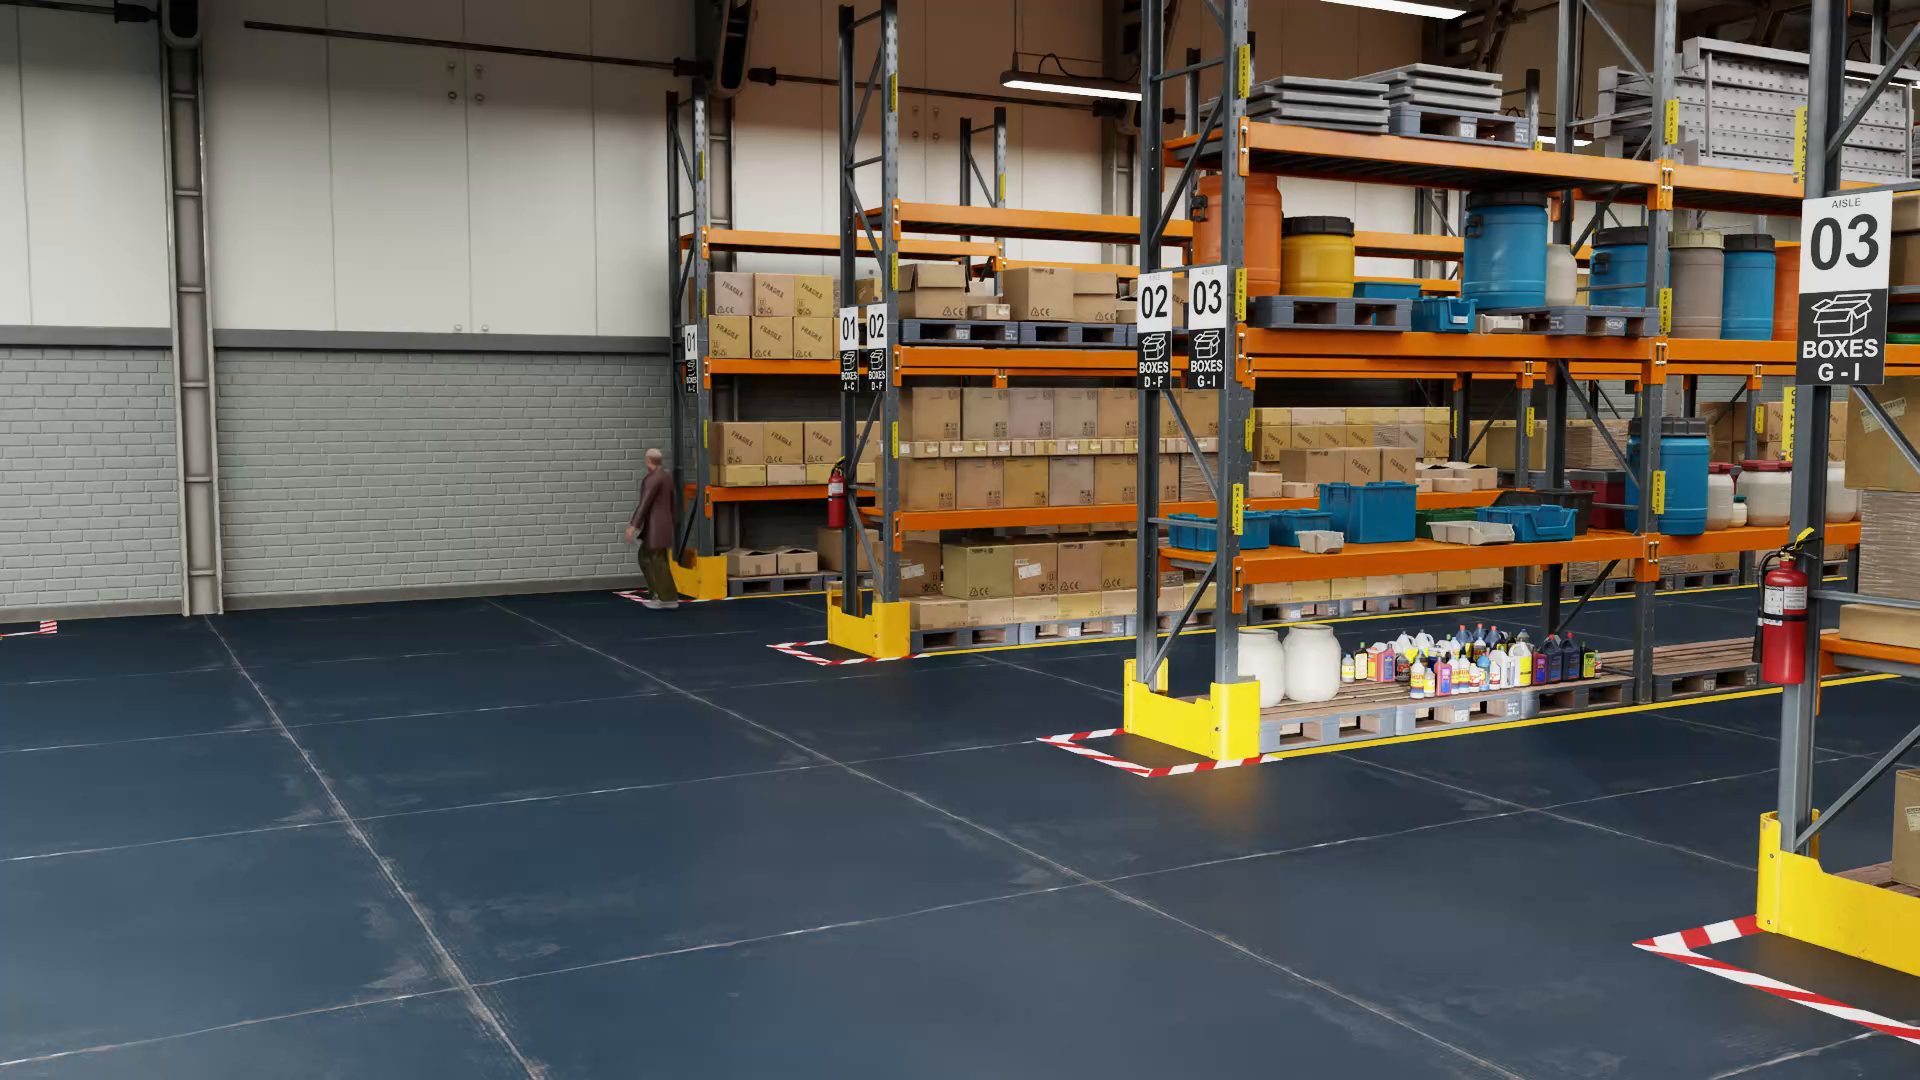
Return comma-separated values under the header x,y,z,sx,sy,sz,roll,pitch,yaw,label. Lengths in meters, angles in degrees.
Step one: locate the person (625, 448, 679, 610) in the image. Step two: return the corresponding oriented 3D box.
x,y,z,sx,sy,sz,roll,pitch,yaw,label
-3.378,-0.092,18.407,0.545,1.844,0.654,0,5,5,person
